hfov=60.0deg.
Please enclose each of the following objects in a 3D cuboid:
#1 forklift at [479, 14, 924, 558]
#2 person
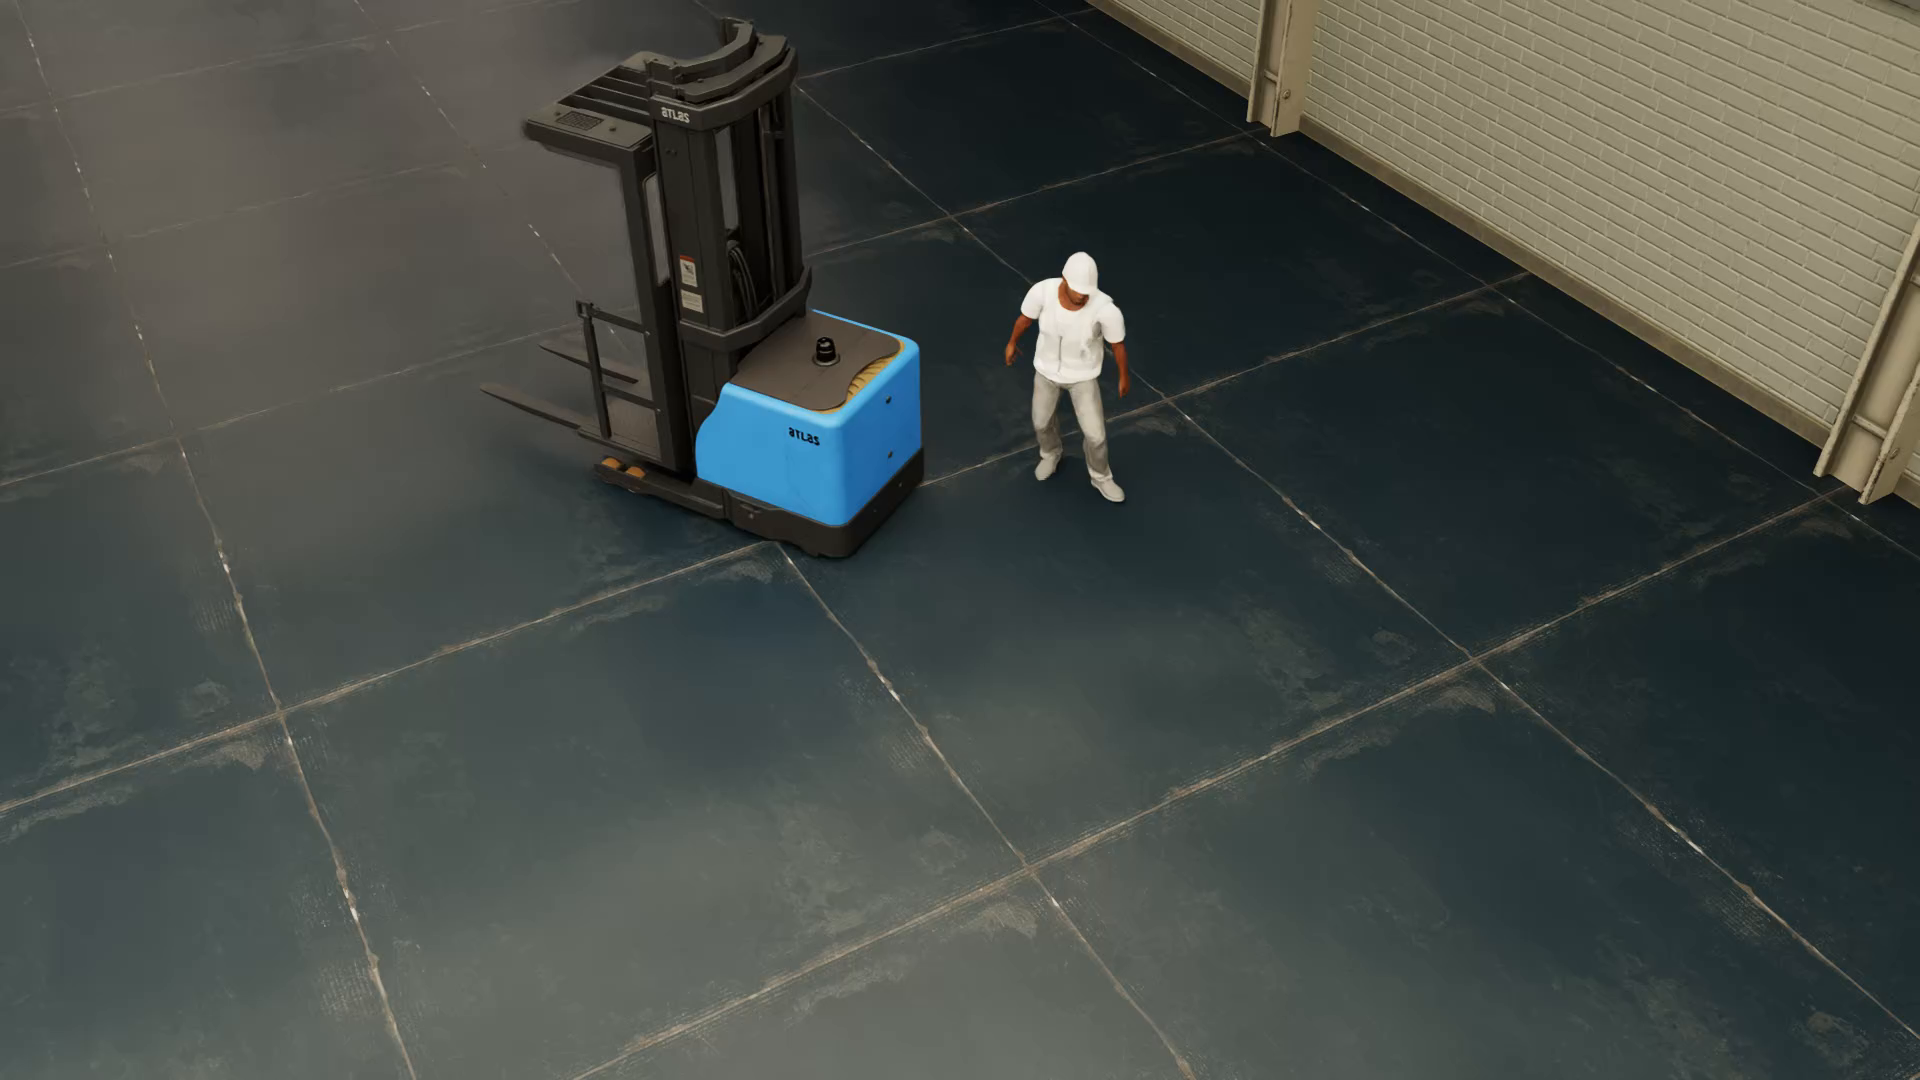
[{"bbox_3d":[-1.771,-1.703,10.090,3.031,2.935,1.130,20,44,22],"label":"forklift"},{"bbox_3d":[0.665,-1.048,10.268,0.900,1.733,0.474,16,42,19],"label":"person"}]
